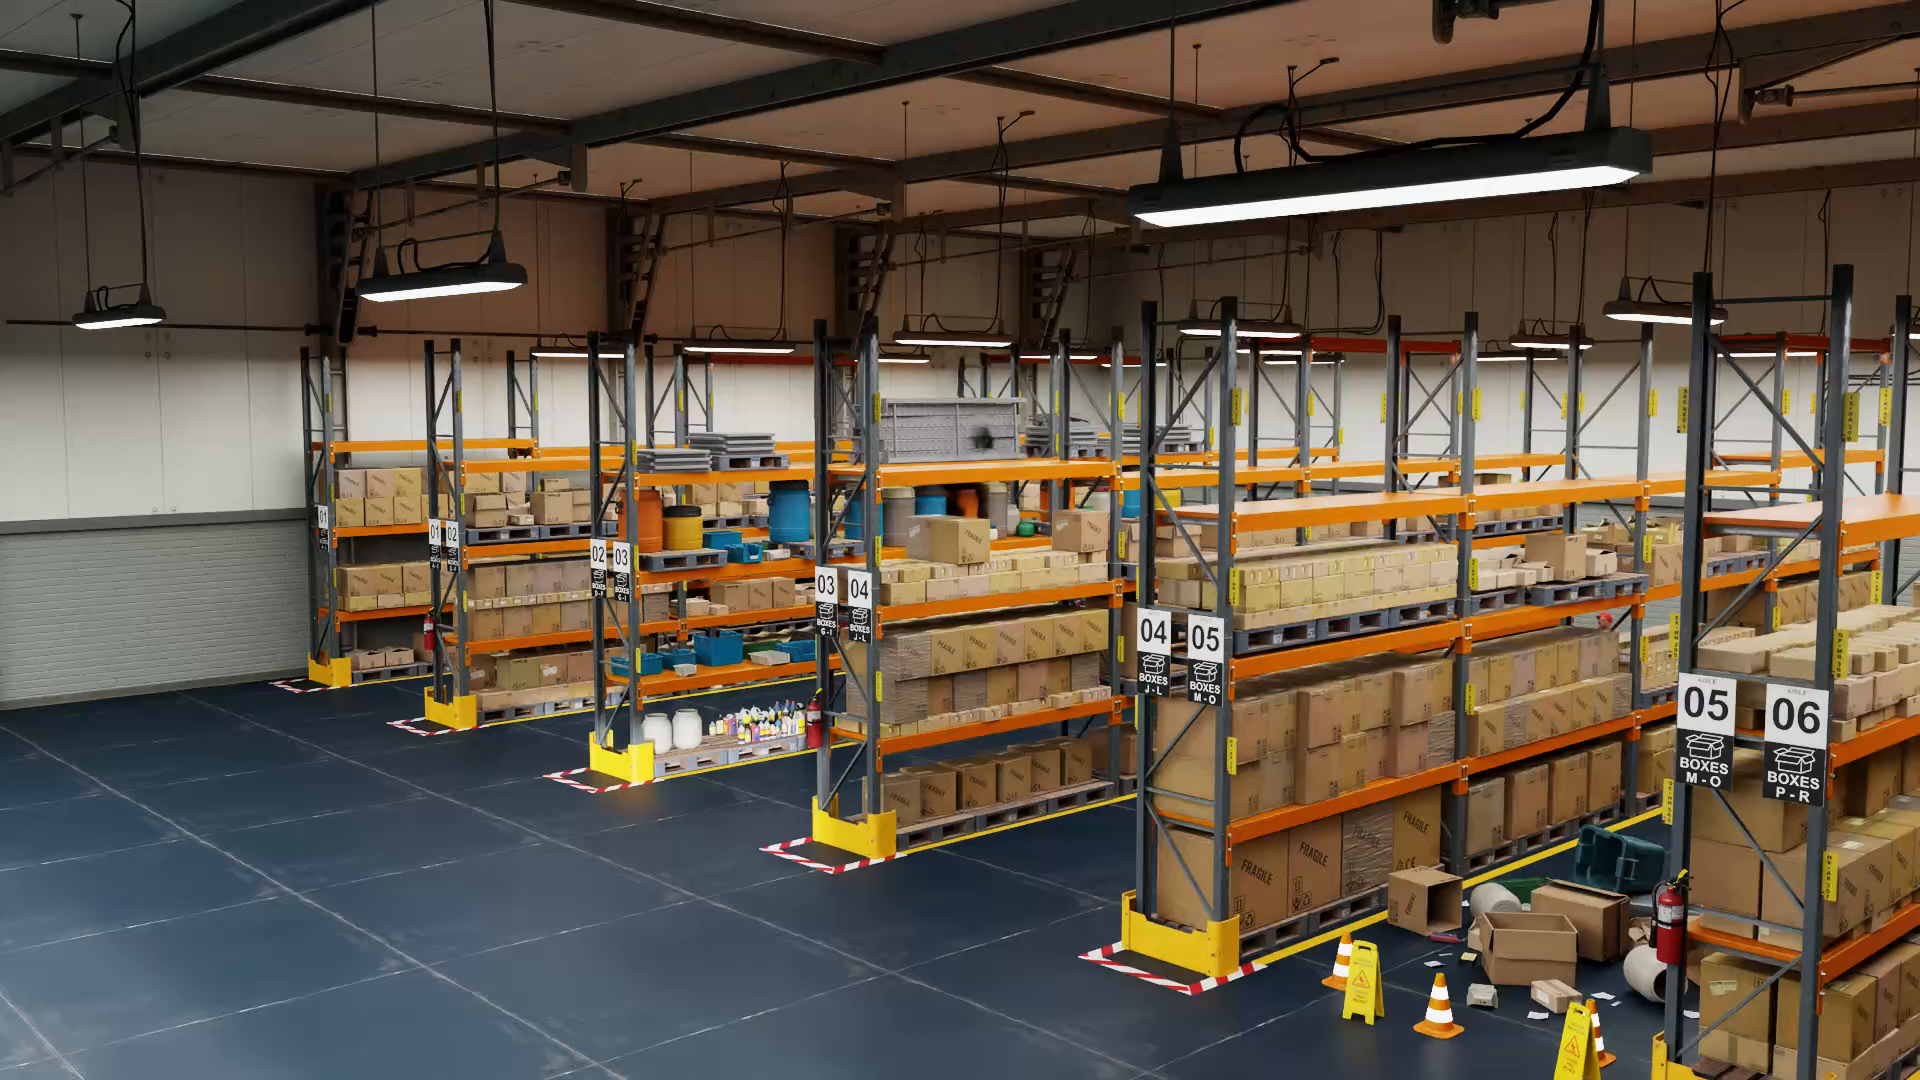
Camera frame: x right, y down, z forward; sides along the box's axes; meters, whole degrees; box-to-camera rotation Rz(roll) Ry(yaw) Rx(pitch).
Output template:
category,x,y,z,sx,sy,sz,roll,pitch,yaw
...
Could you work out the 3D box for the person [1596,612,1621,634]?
category,x,y,z,sx,sy,sz,roll,pitch,yaw
person,10.134,2.001,26.135,0.563,1.748,0.635,-4,7,-39
